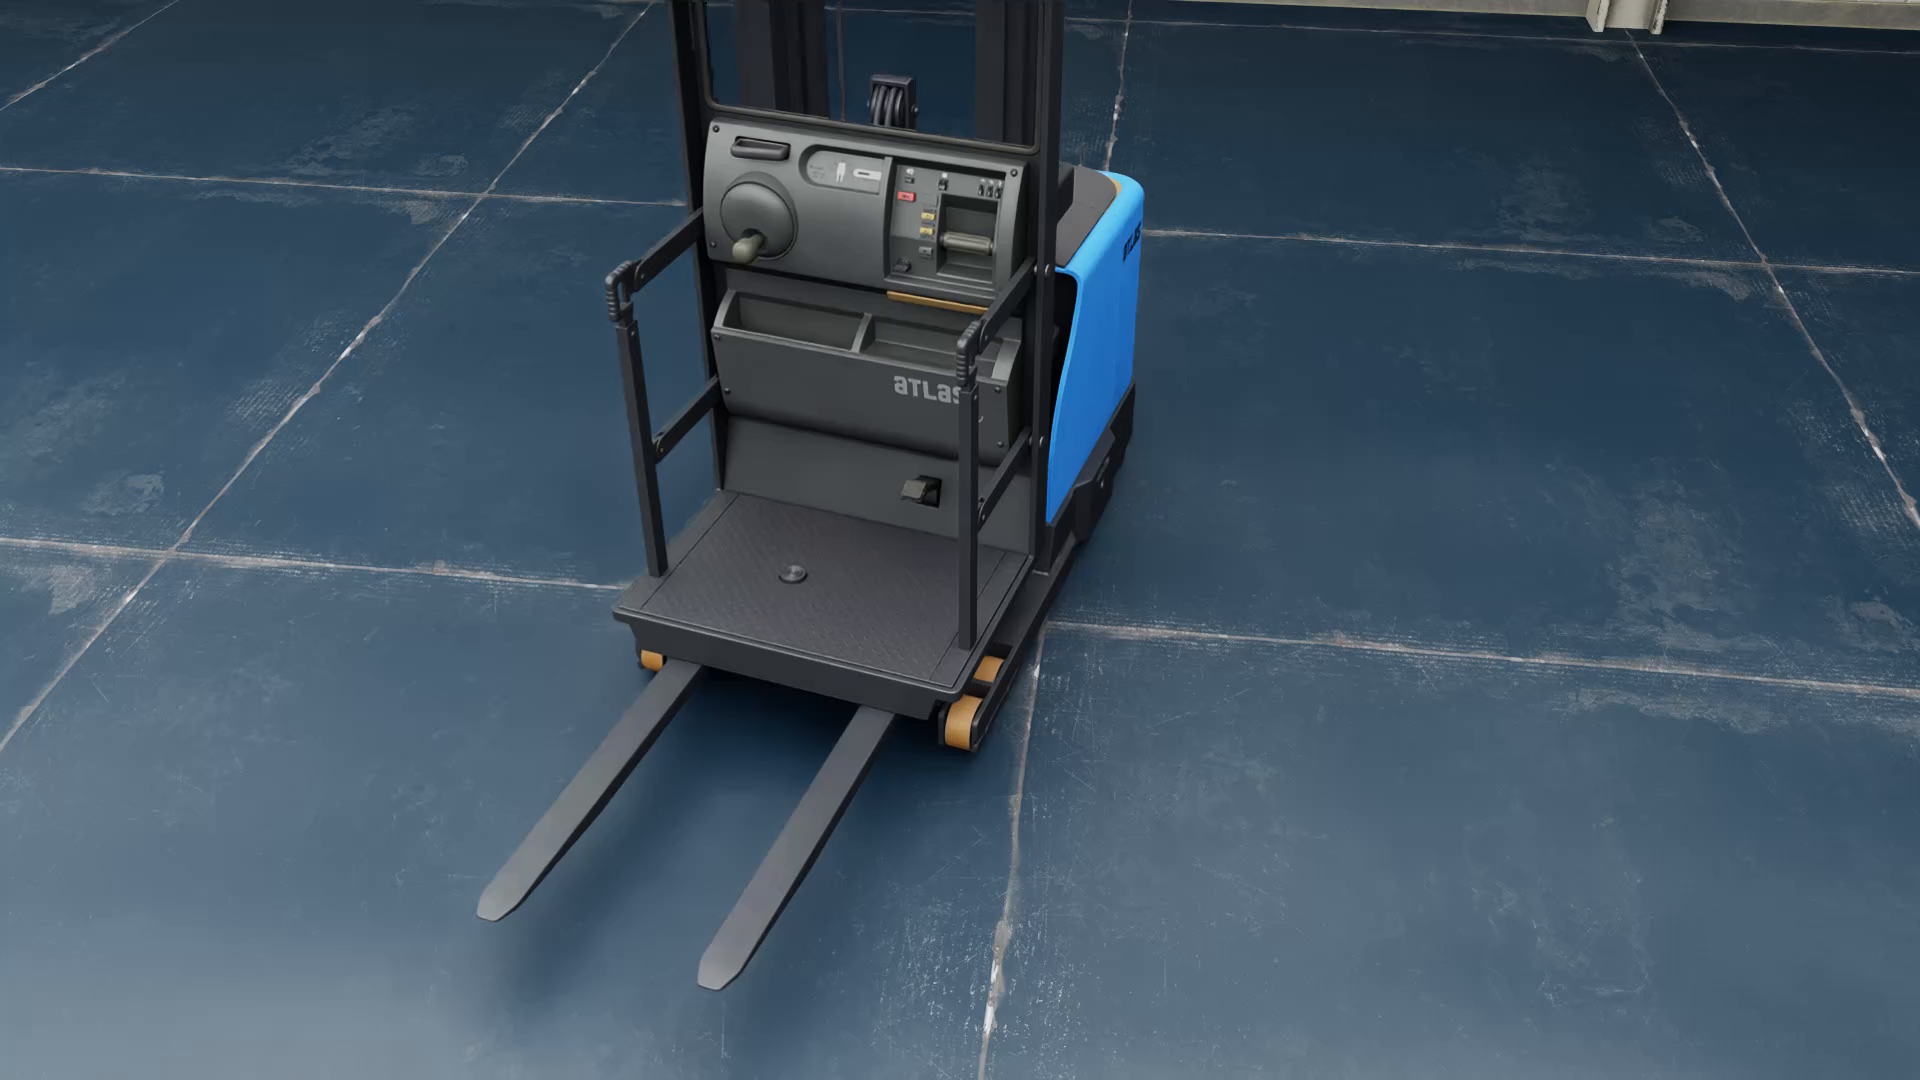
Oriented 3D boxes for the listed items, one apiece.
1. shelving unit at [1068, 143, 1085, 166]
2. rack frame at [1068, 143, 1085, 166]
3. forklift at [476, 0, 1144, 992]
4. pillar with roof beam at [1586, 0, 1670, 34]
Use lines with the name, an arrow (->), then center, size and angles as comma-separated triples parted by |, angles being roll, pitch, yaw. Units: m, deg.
shelving unit -> 0.293, -0.957, 6.187 | 0.252, 1.050, 0.215 | 12, 37, 16
rack frame -> 0.408, -0.933, 6.154 | 0.008, 1.050, 0.200 | 12, 37, 16
forklift -> -0.350, -0.848, 4.416 | 1.130, 2.935, 3.031 | 12, 37, 16
pillar with roof beam -> 3.503, -4.334, 4.077 | 0.400, 9.000, 9.100 | 4, 36, 6
